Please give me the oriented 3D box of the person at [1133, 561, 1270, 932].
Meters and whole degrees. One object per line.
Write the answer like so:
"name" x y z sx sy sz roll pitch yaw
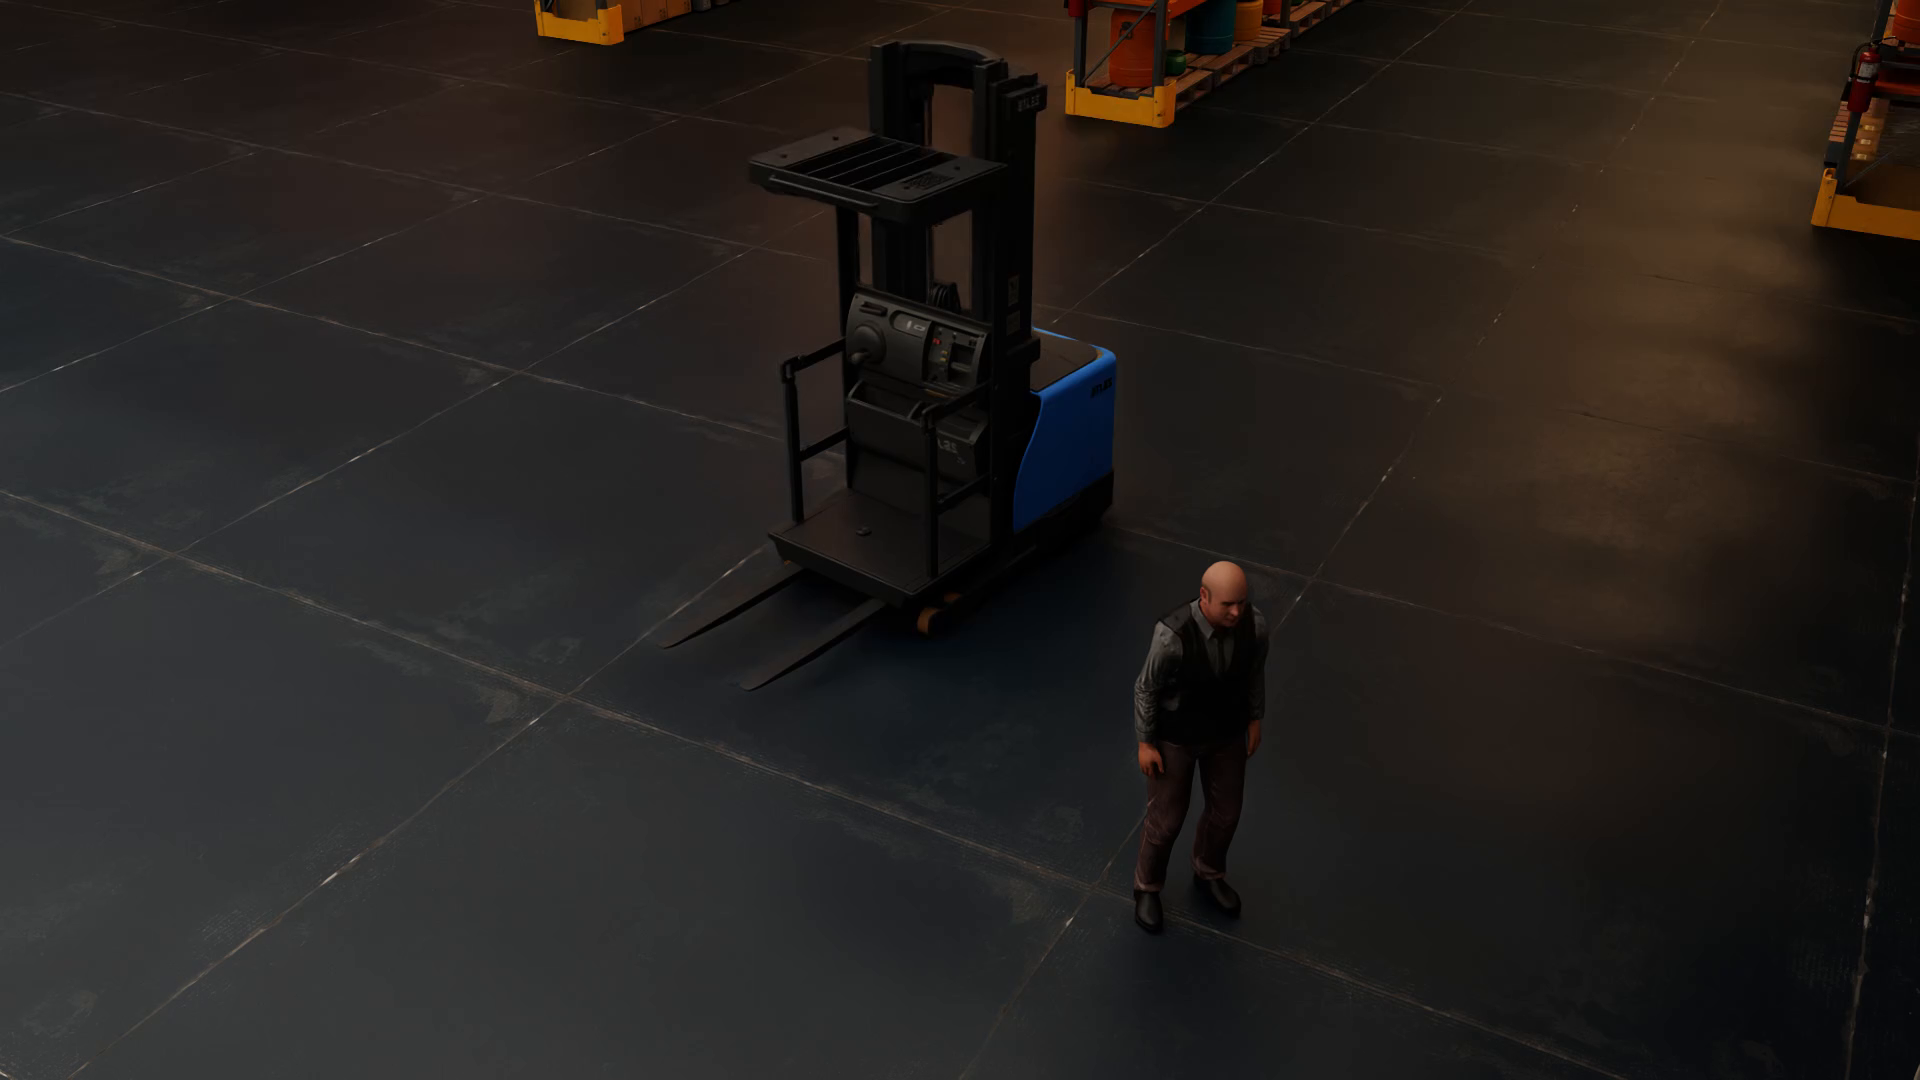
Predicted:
"person" 0.986 0.806 6.887 0.580 1.719 0.424 -9 31 -15

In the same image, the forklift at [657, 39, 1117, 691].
"forklift" -0.372 -1.023 8.842 1.130 2.935 3.031 22 36 33
